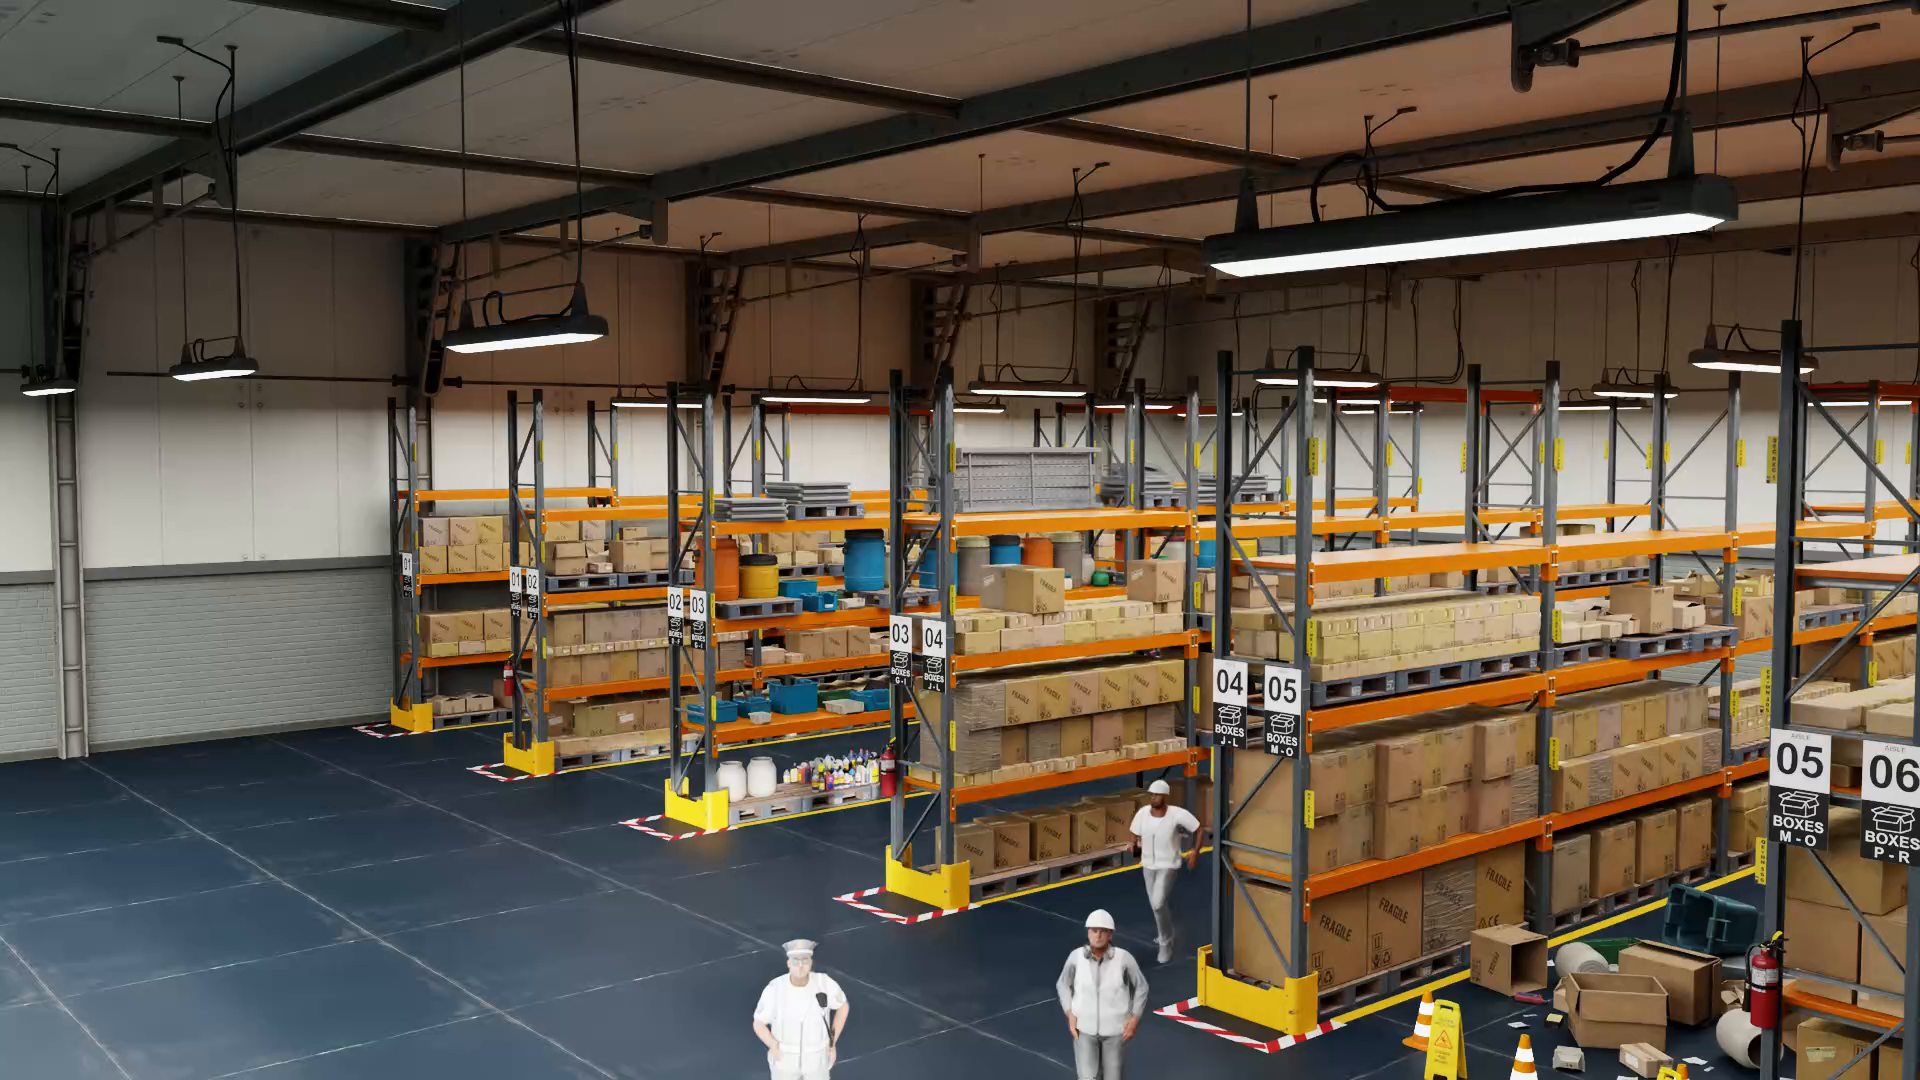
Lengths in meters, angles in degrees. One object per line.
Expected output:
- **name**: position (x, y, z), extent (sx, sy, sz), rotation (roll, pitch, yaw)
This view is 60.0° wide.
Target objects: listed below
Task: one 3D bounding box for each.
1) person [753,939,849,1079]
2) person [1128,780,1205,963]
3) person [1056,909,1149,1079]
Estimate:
- **person**: position (-1.089, 3.618, 11.487), extent (0.672, 1.740, 0.577), rotation (0, 3, -7)
- **person**: position (2.021, 3.326, 16.718), extent (0.726, 1.838, 0.744), rotation (3, 4, 38)
- **person**: position (1.053, 3.583, 12.337), extent (0.687, 1.732, 0.640), rotation (1, 3, 9)
